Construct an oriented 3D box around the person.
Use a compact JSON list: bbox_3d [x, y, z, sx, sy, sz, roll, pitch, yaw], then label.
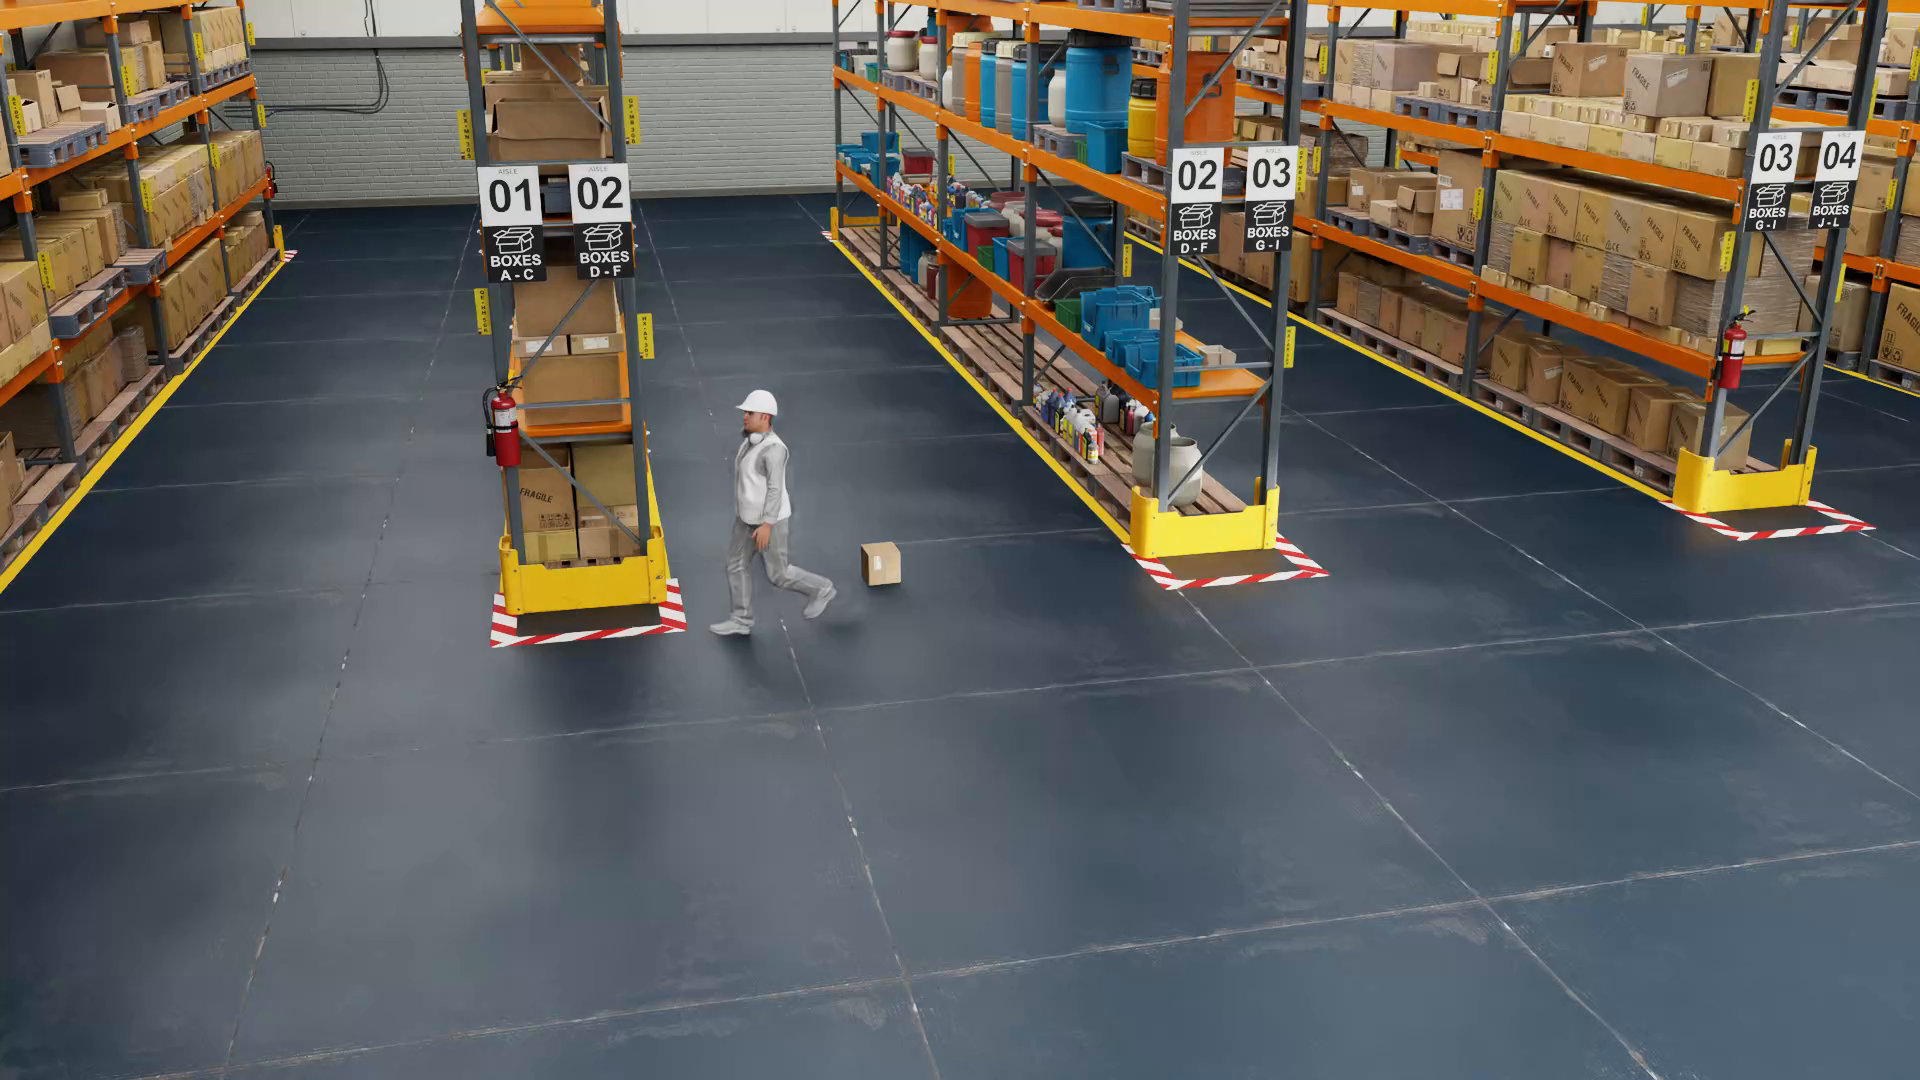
[{"bbox_3d":[-1.326,-0.187,11.562,0.922,1.745,0.557,-11,22,-28],"label":"person"}]
